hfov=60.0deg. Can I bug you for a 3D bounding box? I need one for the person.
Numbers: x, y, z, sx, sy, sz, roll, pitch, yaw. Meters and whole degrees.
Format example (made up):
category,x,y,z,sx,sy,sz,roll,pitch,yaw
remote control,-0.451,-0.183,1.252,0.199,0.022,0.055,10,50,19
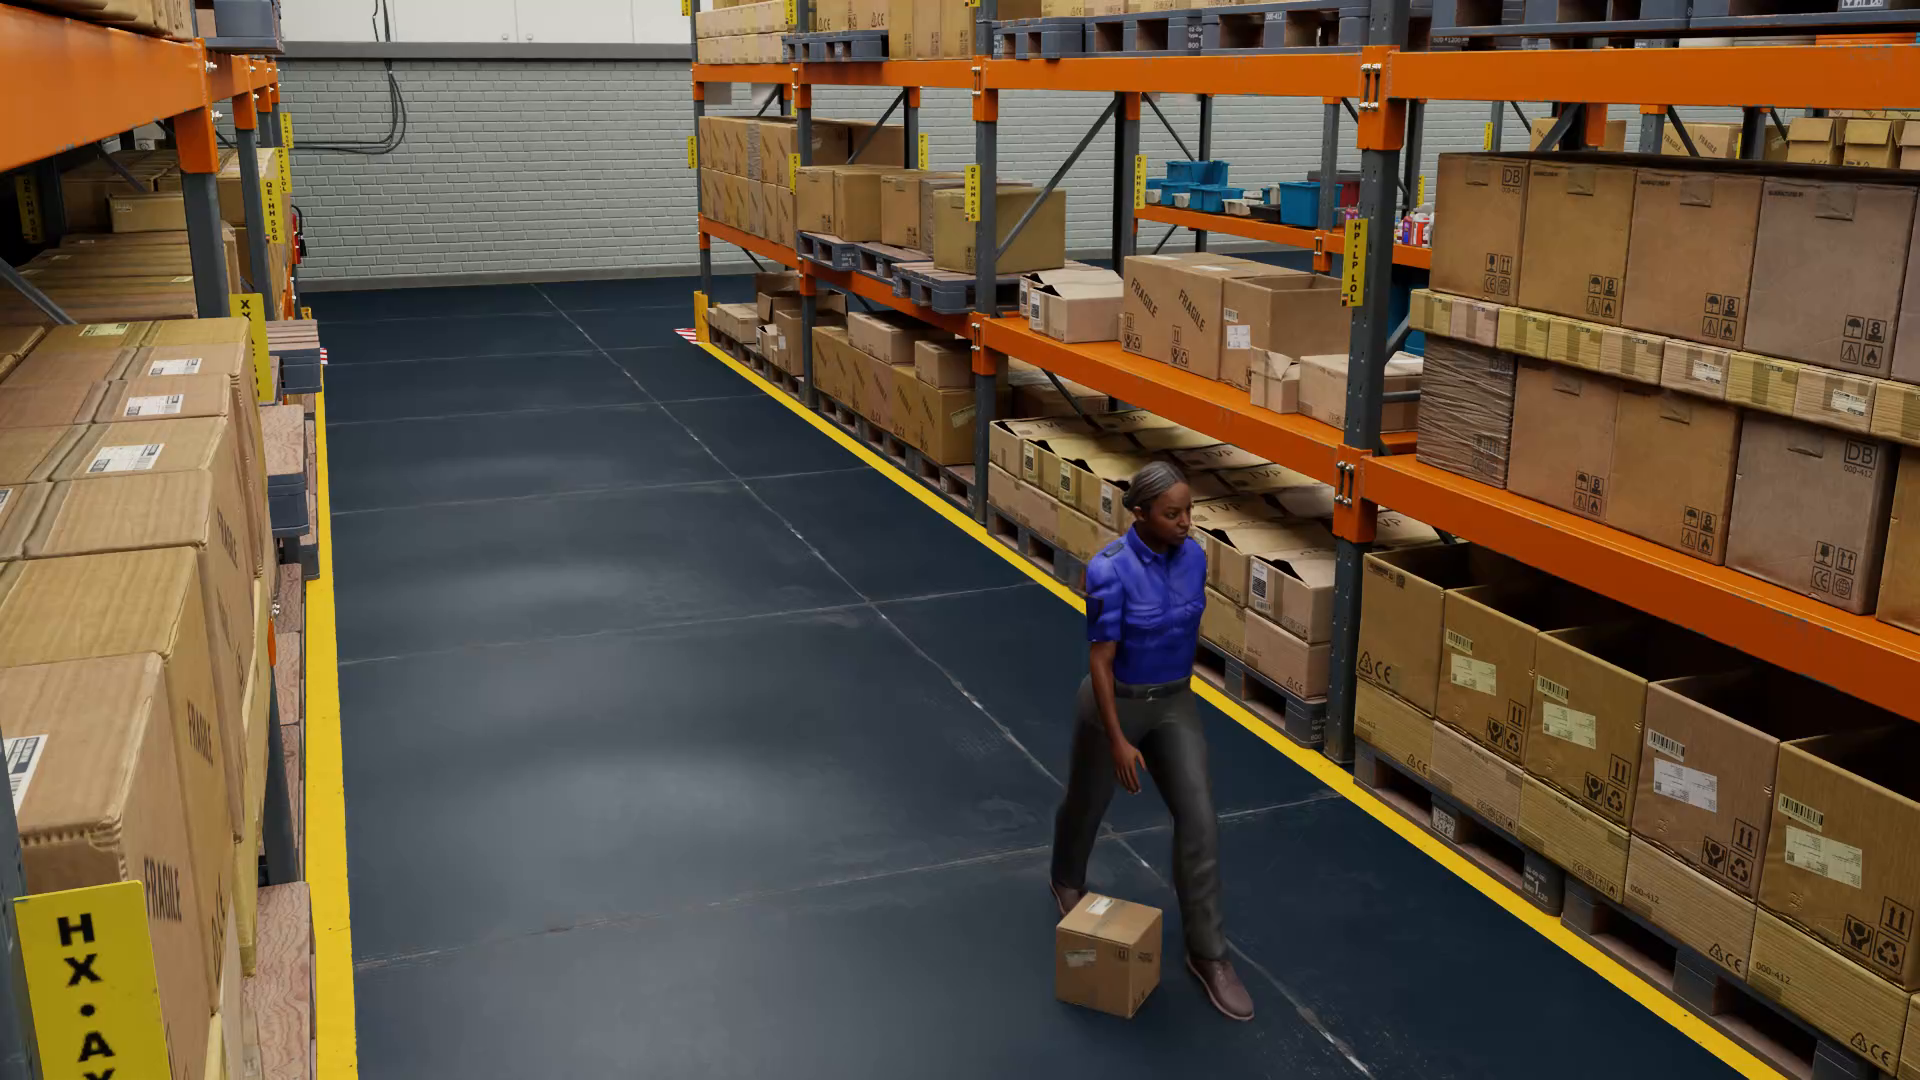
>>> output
category,x,y,z,sx,sy,sz,roll,pitch,yaw
person,0.574,0.555,5.109,0.468,1.652,0.908,-7,17,-24
